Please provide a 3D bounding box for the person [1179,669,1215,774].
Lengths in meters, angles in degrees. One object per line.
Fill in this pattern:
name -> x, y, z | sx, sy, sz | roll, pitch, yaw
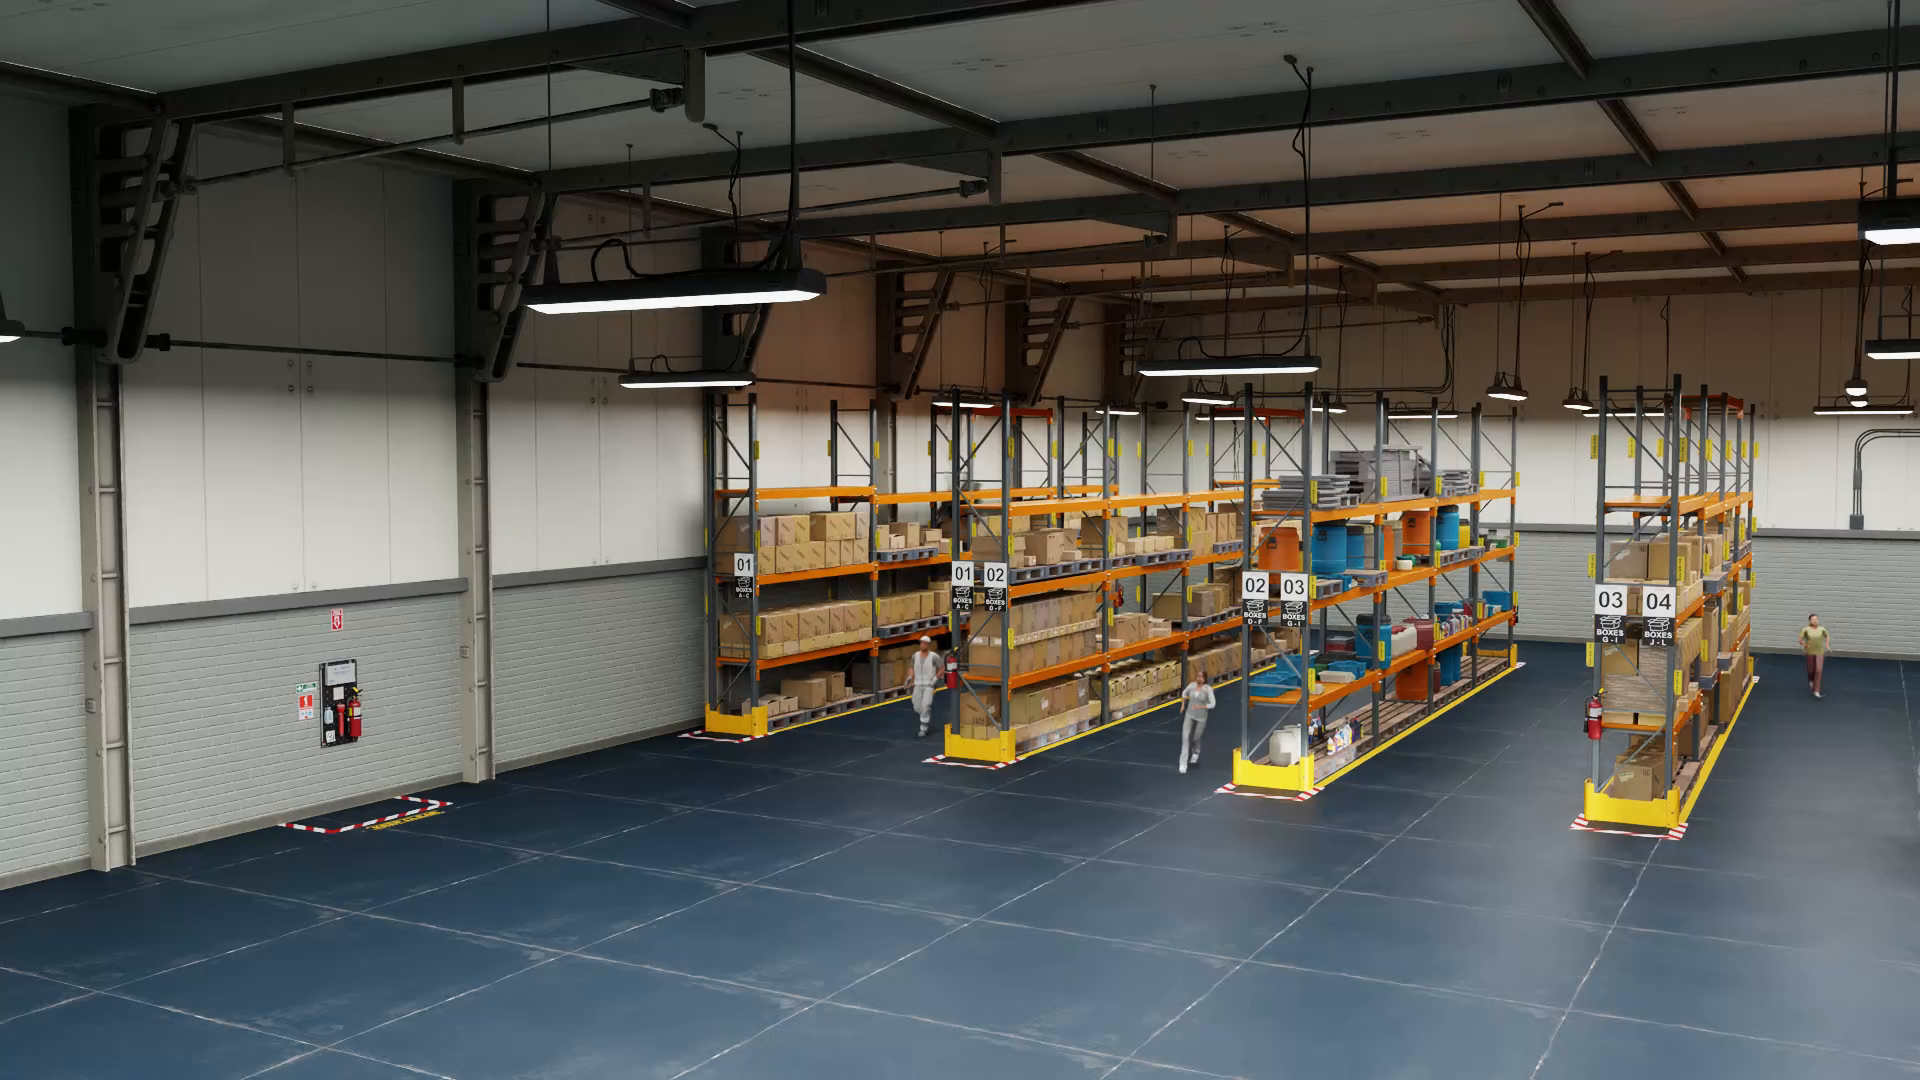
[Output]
person -> 3.725, 2.823, 26.015 | 0.563, 1.626, 0.802 | 1, 3, 19

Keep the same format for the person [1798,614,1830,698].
person -> 17.461, 2.346, 34.013 | 0.593, 1.671, 0.914 | 1, 3, 23

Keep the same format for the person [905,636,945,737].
person -> -0.591, 2.563, 29.303 | 0.670, 1.752, 0.611 | 1, 3, 18
